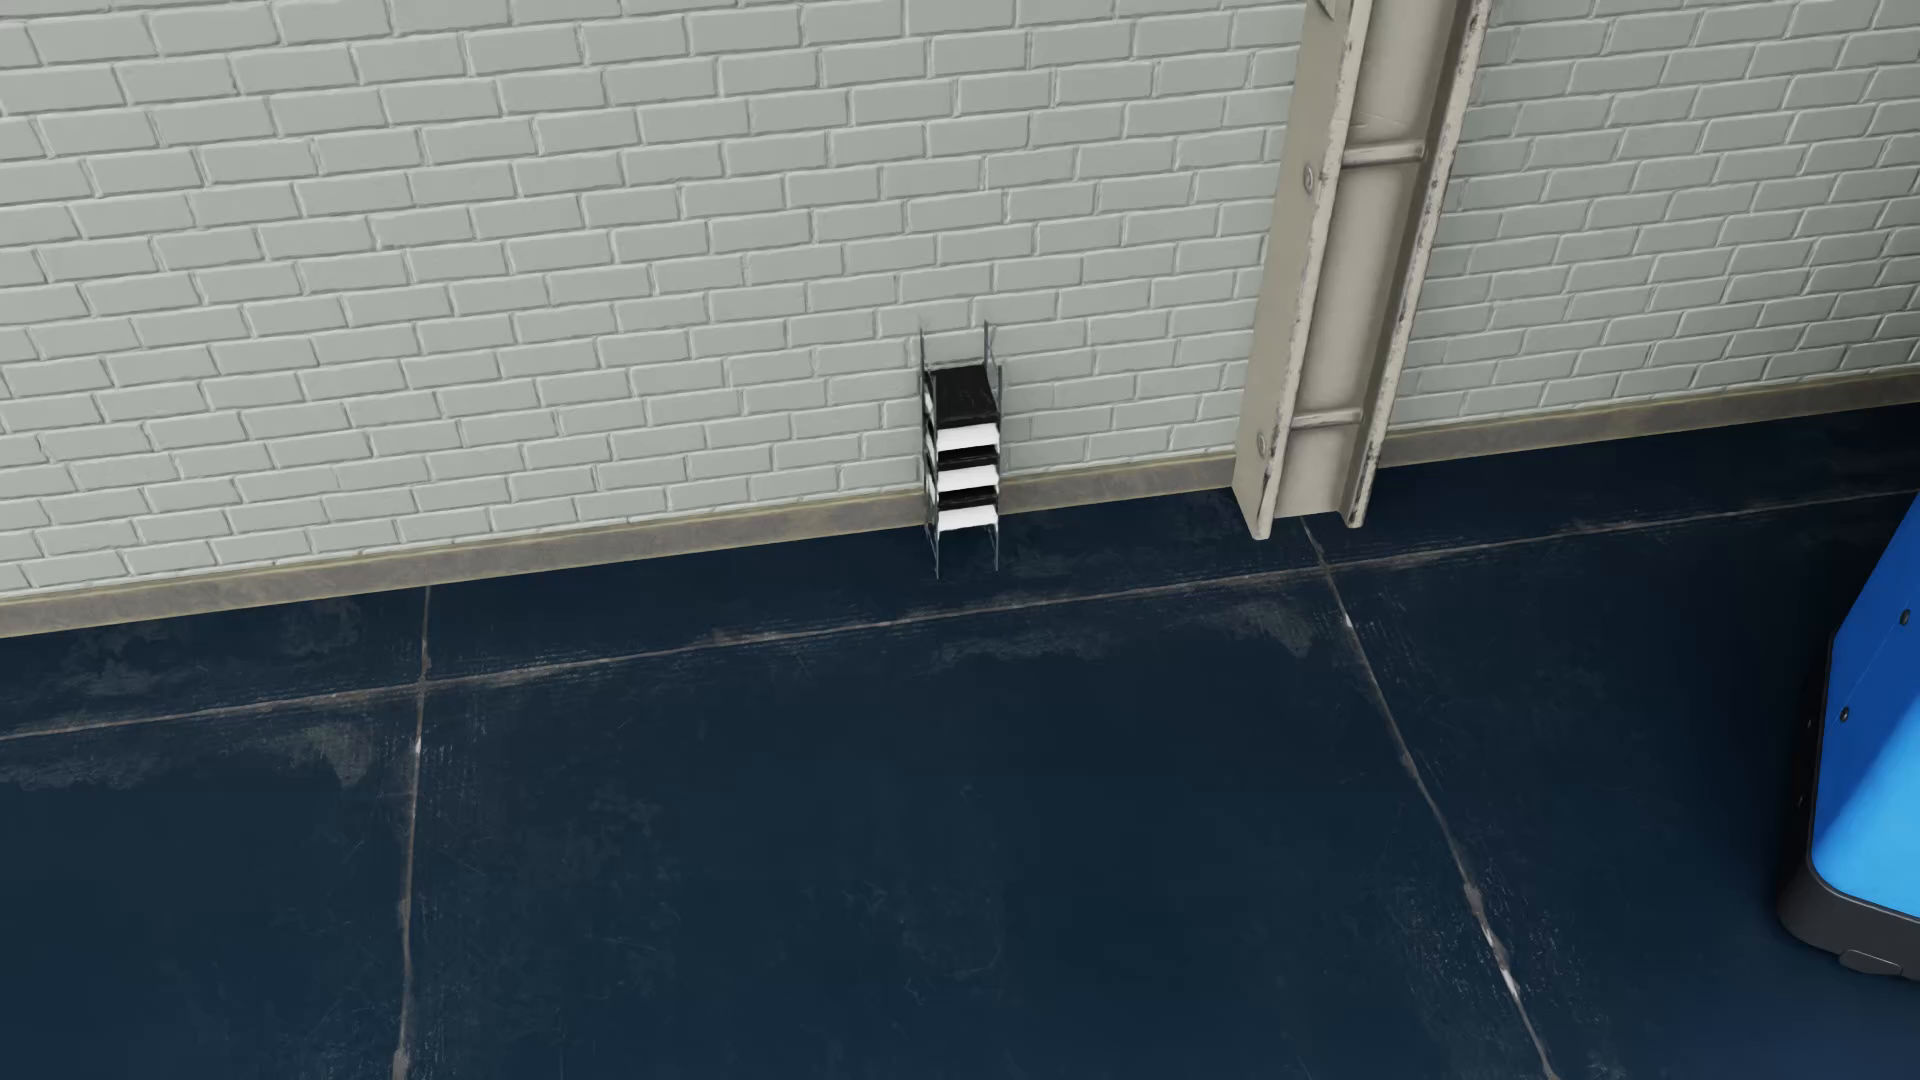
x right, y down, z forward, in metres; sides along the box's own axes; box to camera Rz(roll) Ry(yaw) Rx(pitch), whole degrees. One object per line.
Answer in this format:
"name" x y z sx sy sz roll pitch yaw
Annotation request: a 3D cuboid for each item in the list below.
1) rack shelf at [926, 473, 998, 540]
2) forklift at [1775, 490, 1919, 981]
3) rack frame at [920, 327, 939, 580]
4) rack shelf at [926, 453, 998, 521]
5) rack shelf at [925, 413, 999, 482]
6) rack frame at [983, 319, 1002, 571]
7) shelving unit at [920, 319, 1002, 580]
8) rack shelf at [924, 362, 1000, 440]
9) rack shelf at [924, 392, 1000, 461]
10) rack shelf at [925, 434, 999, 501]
"rack shelf" 0.003 -0.129 5.543 0.200 0.077 0.258 -8 47 -7
"forklift" 3.844 0.216 3.507 3.031 2.935 1.130 18 49 16
"rack frame" -0.097 -0.261 5.374 0.006 0.900 0.240 -8 47 -7
"rack shelf" 0.003 -0.190 5.477 0.200 0.077 0.258 -8 47 -7
"rack shelf" 0.002 -0.314 5.346 0.200 0.077 0.258 -8 47 -7
"rack frame" 0.102 -0.289 5.401 0.006 0.900 0.240 -8 47 -7
"shelving unit" 0.002 -0.275 5.388 0.210 0.900 0.258 -8 47 -7
"rack shelf" 0.002 -0.437 5.215 0.200 0.077 0.258 -8 47 -7
"rack shelf" 0.002 -0.376 5.281 0.200 0.077 0.258 -8 47 -7
"rack shelf" 0.002 -0.252 5.412 0.200 0.077 0.258 -8 47 -7
